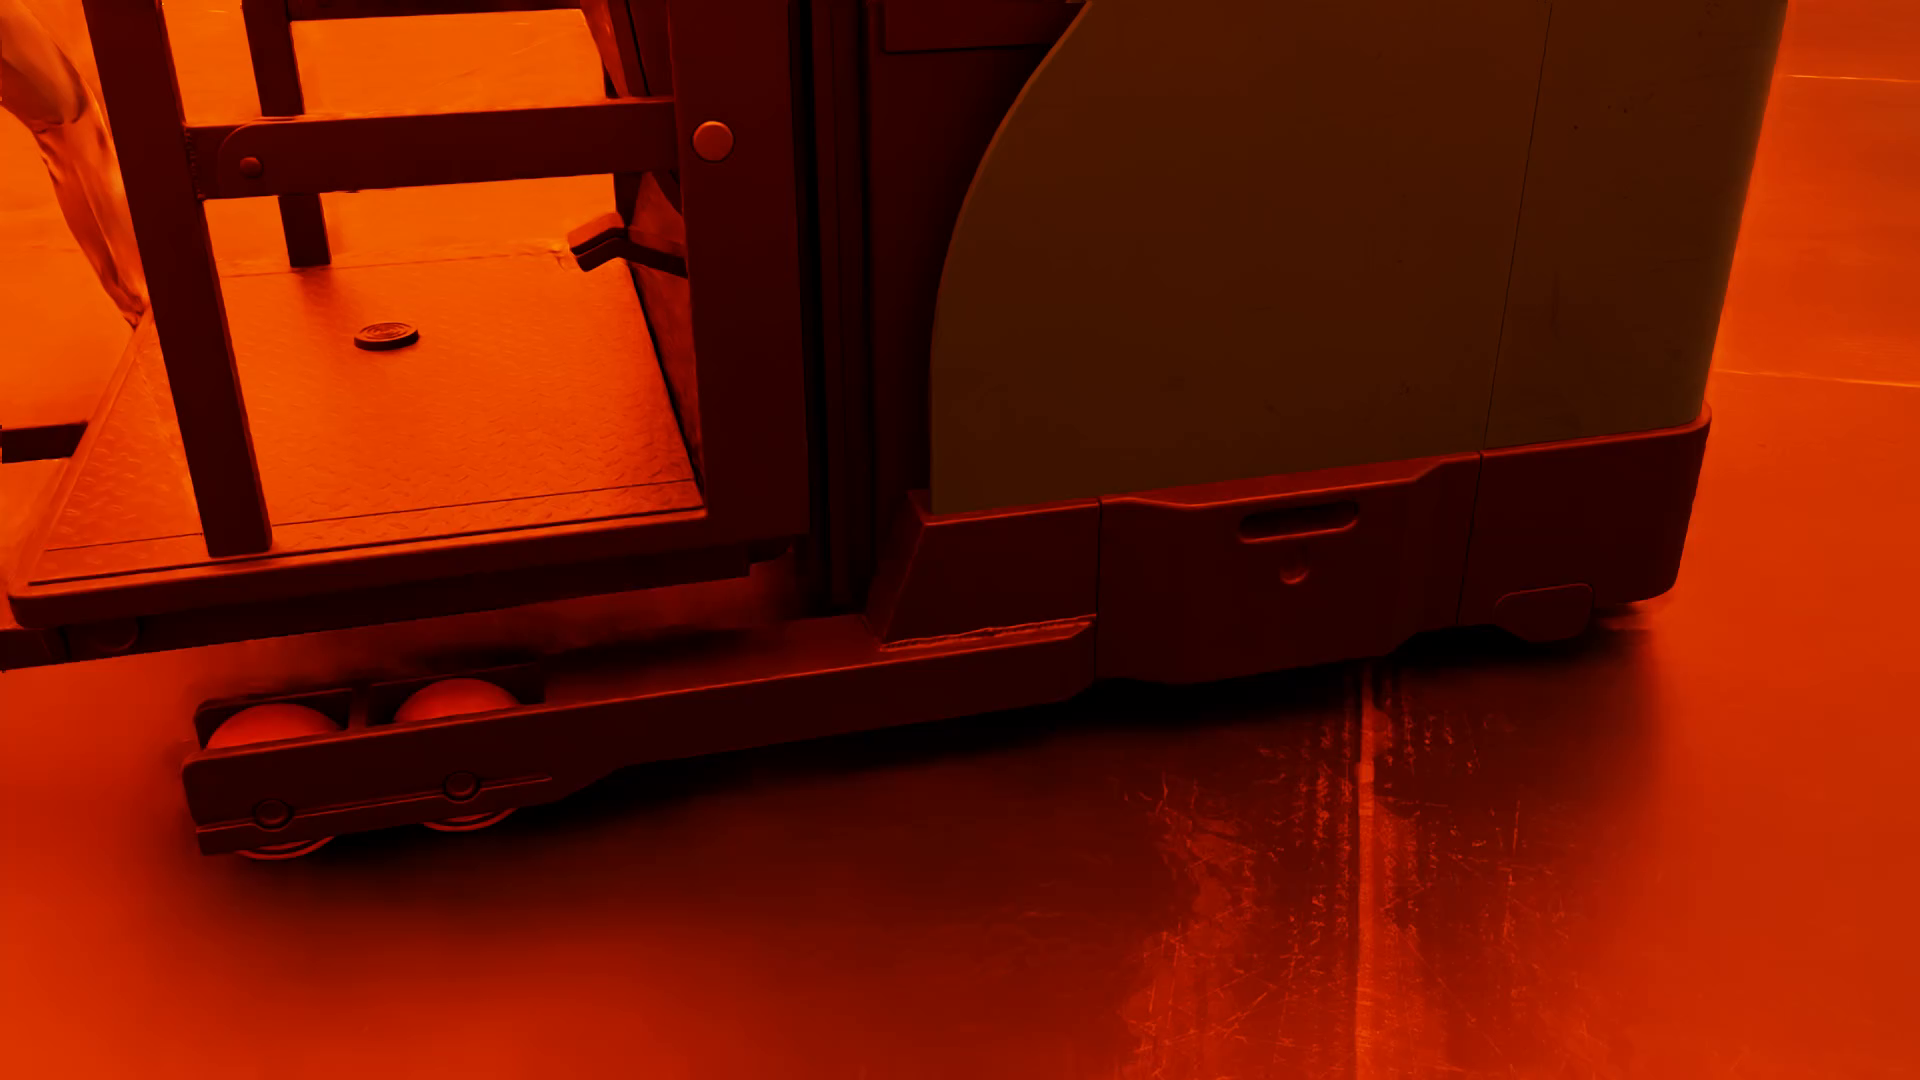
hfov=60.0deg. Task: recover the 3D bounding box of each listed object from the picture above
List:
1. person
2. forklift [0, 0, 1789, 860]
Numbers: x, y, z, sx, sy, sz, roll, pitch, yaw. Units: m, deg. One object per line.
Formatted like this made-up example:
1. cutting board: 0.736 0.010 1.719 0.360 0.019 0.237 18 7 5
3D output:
1. person: -1.662 -0.942 2.569 0.776 1.546 0.675 -15 30 -27
2. forklift: -0.603 -1.225 1.674 3.031 2.935 1.130 -7 28 -14
